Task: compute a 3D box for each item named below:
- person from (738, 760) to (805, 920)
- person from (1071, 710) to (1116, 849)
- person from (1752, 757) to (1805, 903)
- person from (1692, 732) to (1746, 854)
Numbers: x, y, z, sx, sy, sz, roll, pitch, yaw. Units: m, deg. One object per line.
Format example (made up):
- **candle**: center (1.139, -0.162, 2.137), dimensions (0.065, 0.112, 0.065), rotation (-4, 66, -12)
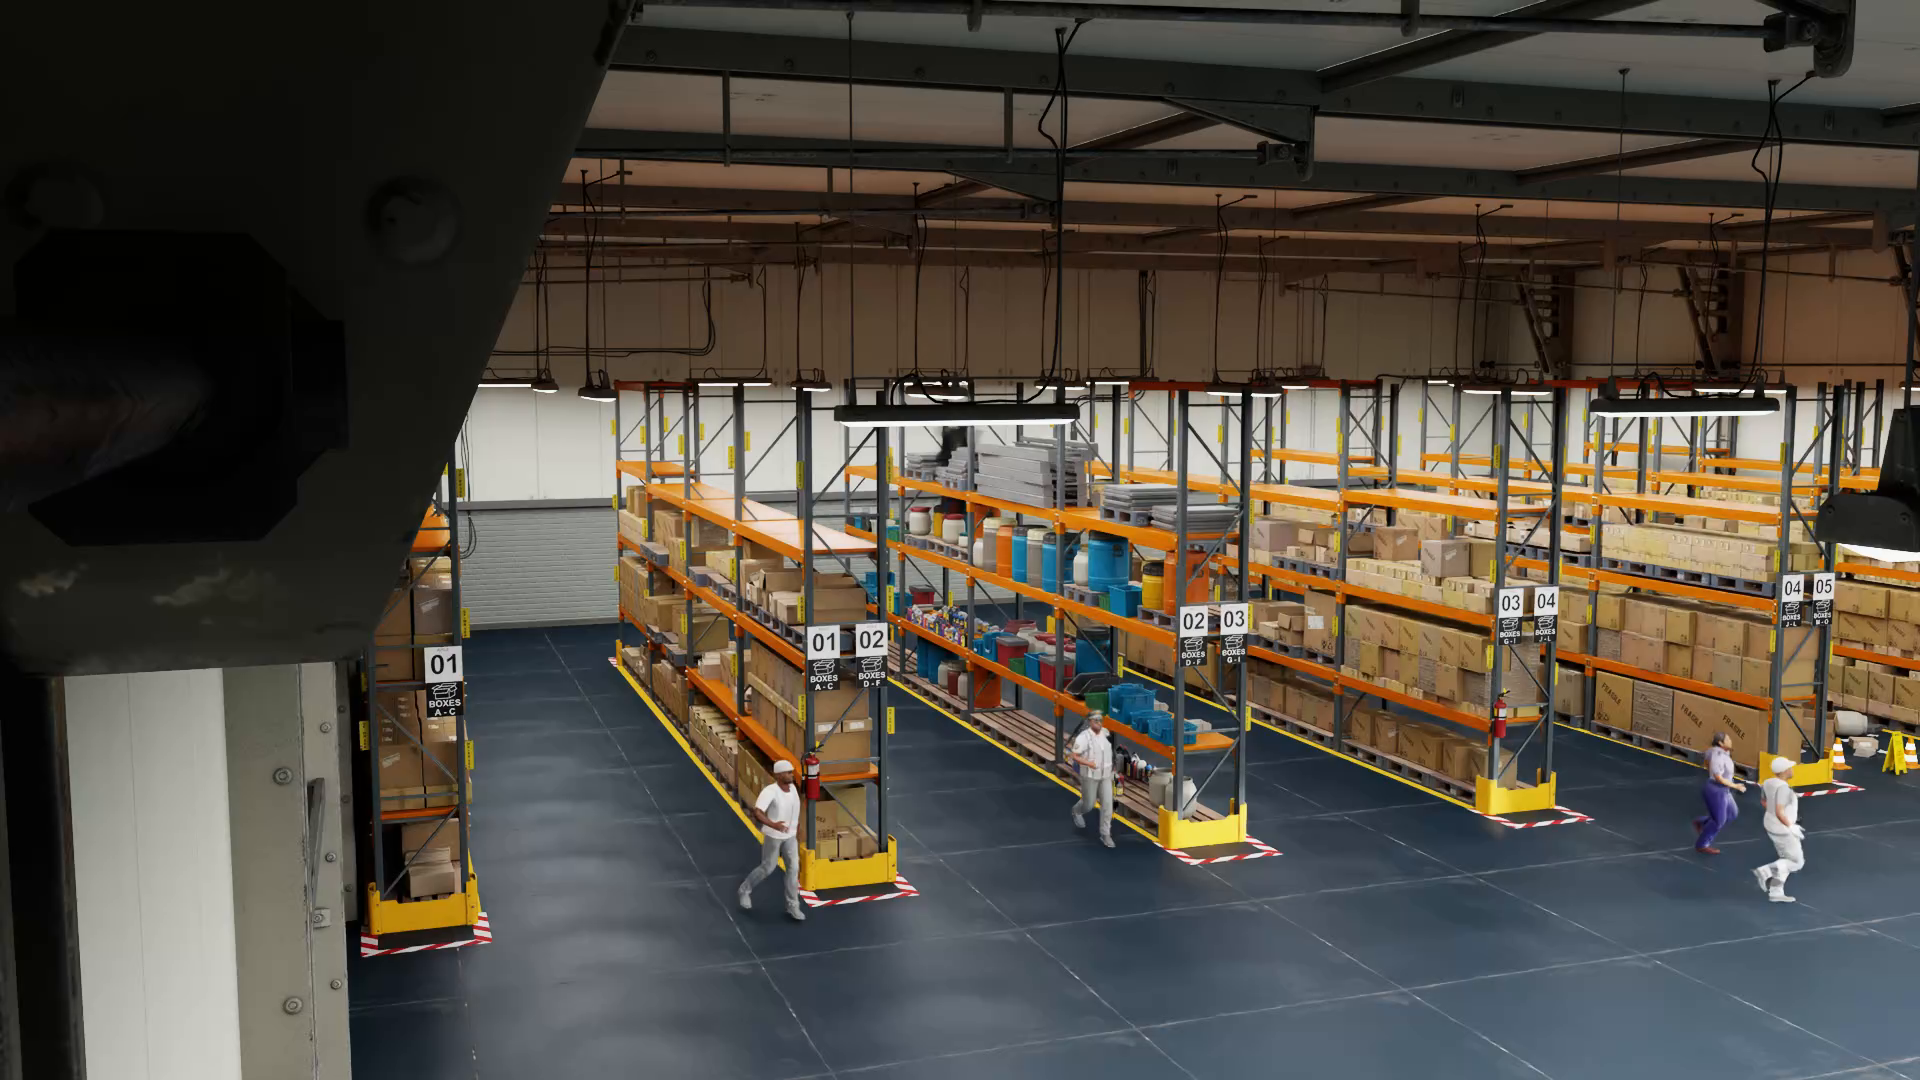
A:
- **person**: center (-2.049, 3.421, 19.219), dimensions (0.959, 1.750, 0.759), rotation (5, 8, 40)
- **person**: center (1.793, 3.122, 22.122), dimensions (0.664, 1.790, 0.944), rotation (-3, 7, -23)
- **person**: center (9.622, 3.407, 19.559), dimensions (0.600, 1.739, 0.660), rotation (1, 6, 5)
- **person**: center (9.839, 3.304, 21.548), dimensions (0.612, 1.523, 0.612), rotation (3, 7, 26)
